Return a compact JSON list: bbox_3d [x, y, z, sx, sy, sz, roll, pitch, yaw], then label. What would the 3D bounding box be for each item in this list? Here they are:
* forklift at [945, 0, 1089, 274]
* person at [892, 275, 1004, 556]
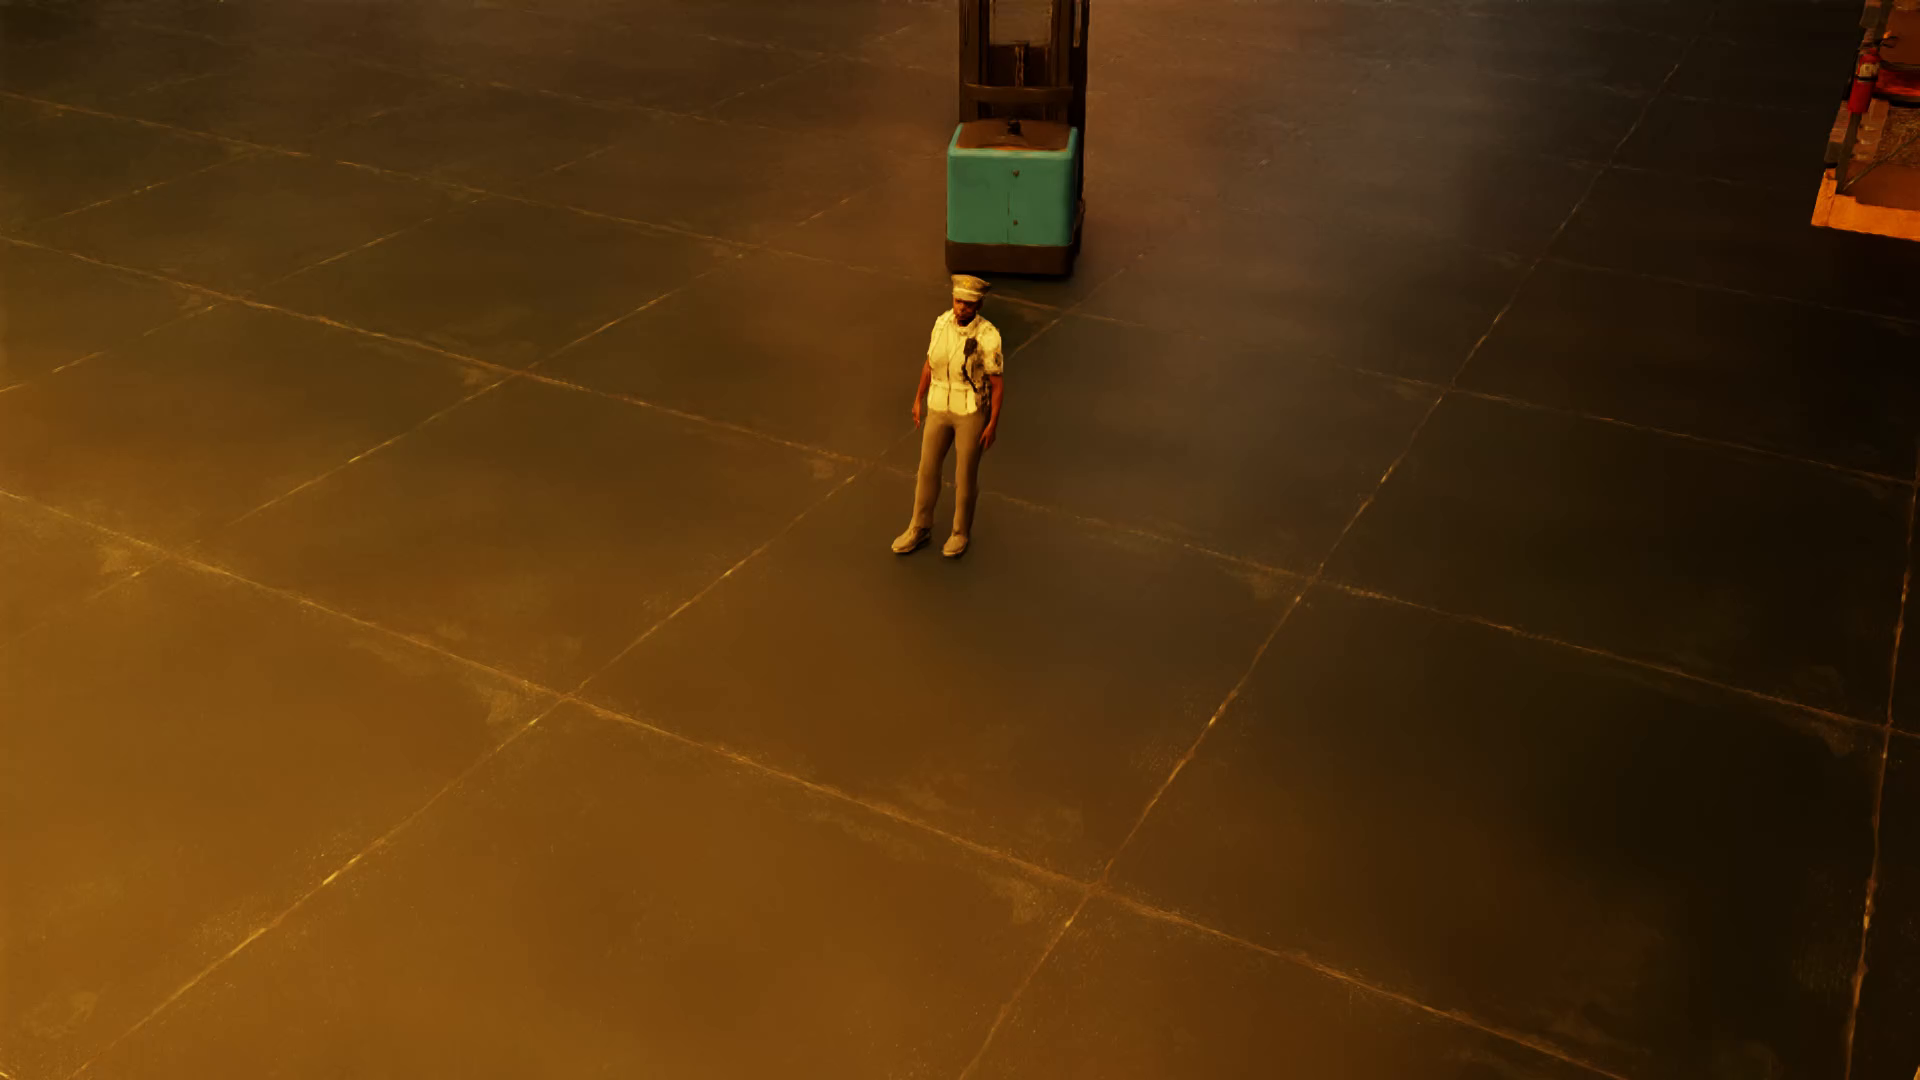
[{"bbox_3d":[0.560,-4.164,14.285,1.130,2.935,3.031,3,30,6],"label":"forklift"},{"bbox_3d":[-0.054,-0.711,9.528,0.570,1.691,0.529,15,33,25],"label":"person"}]
